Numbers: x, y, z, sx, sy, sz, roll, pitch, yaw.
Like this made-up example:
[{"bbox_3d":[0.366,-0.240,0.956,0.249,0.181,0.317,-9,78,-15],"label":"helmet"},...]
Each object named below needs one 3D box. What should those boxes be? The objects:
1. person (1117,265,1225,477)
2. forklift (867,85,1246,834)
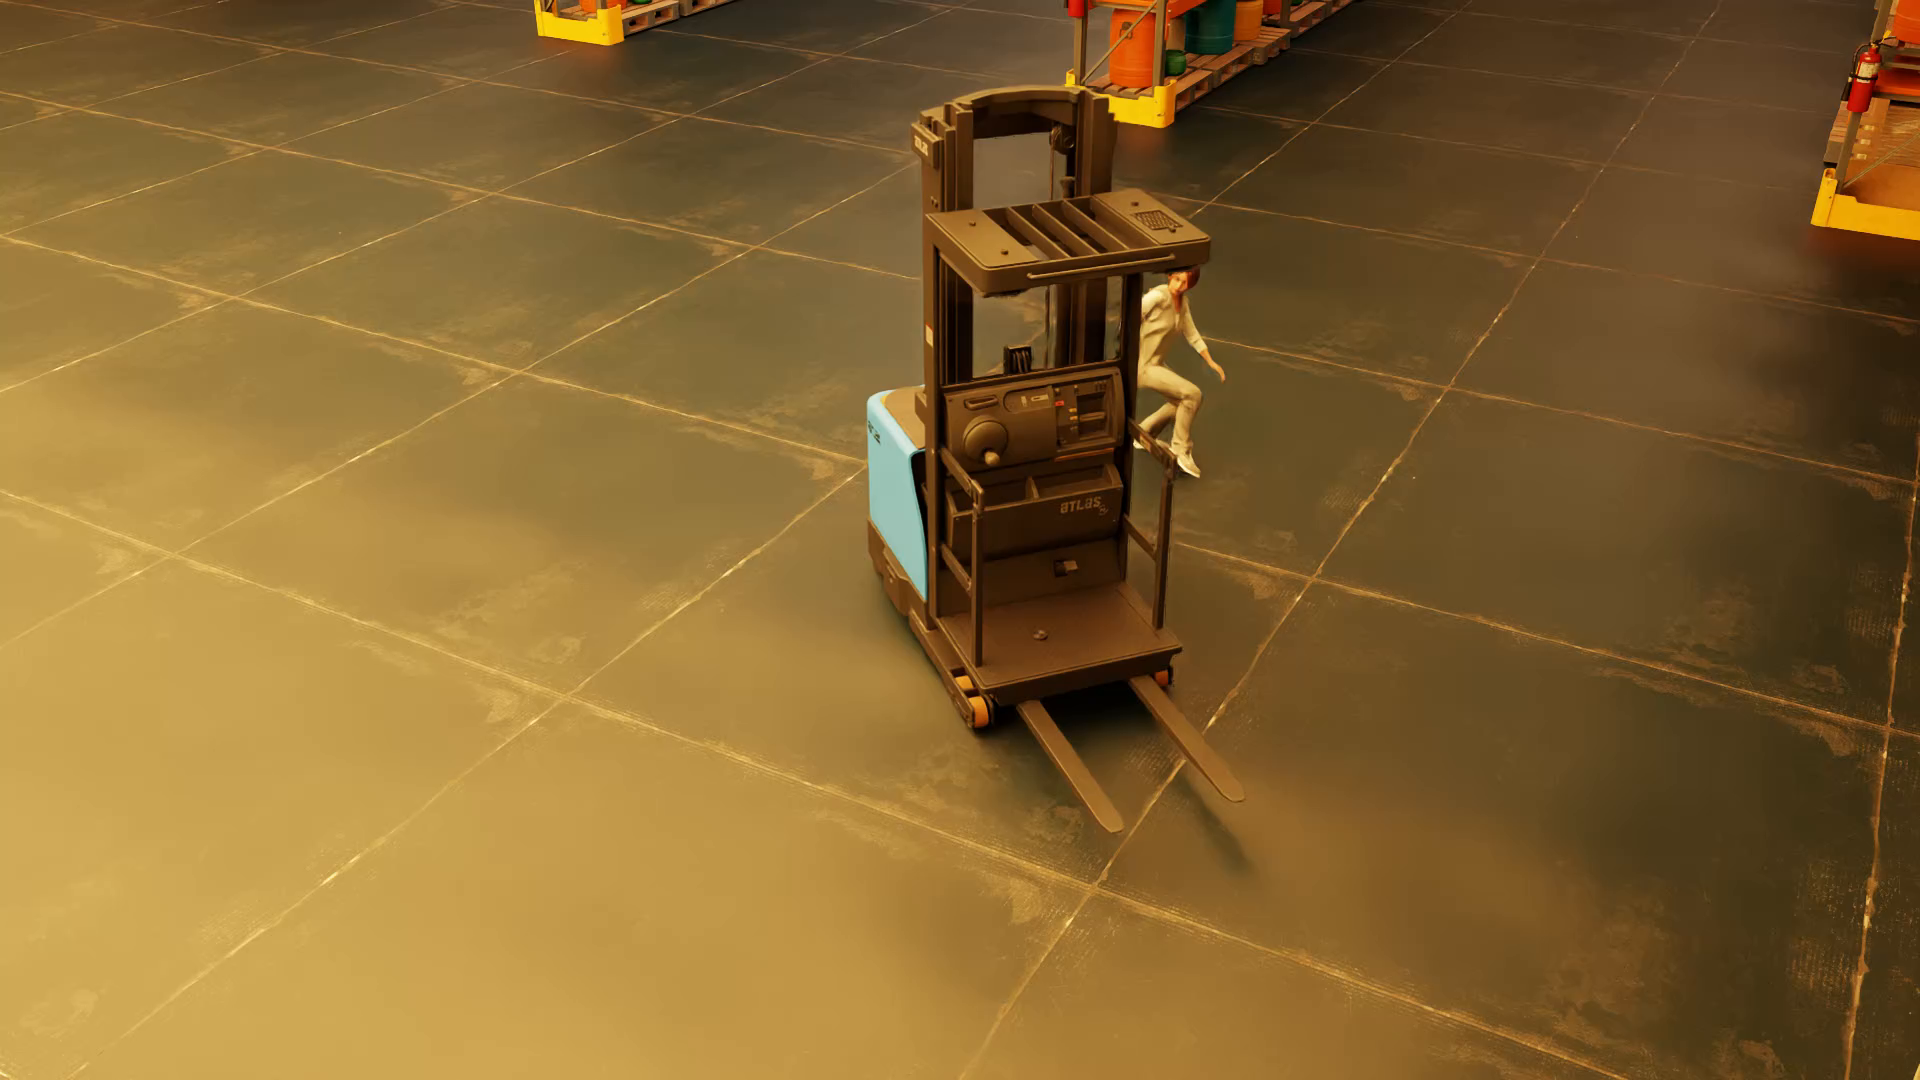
[{"bbox_3d":[1.330,-1.085,10.520,0.654,1.399,0.642,13,32,21],"label":"person"},{"bbox_3d":[0.453,-0.553,8.030,1.130,2.935,3.031,-11,32,-18],"label":"forklift"}]
